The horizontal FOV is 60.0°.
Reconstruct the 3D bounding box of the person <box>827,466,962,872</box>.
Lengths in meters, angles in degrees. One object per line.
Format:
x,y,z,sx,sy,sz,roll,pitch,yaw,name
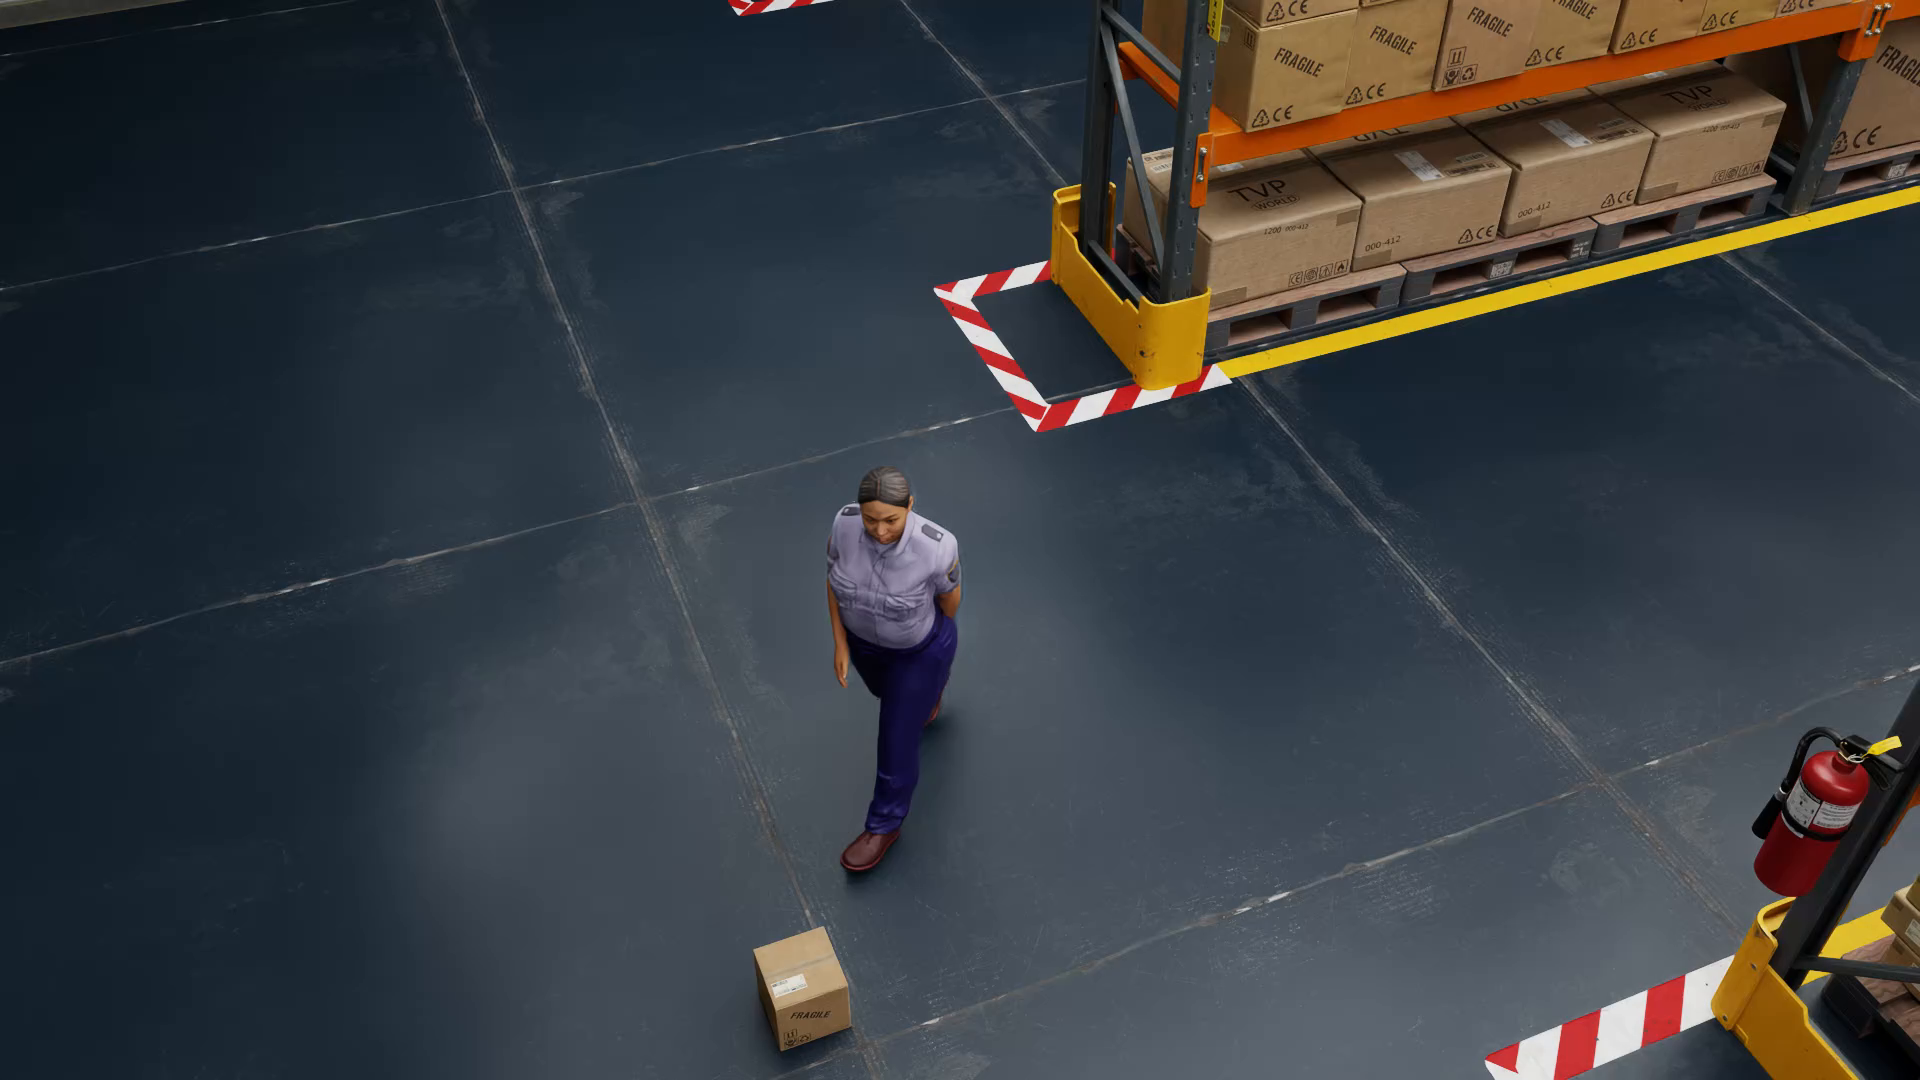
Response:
-0.214,0.322,5.814,0.450,1.610,0.981,20,46,21,person
